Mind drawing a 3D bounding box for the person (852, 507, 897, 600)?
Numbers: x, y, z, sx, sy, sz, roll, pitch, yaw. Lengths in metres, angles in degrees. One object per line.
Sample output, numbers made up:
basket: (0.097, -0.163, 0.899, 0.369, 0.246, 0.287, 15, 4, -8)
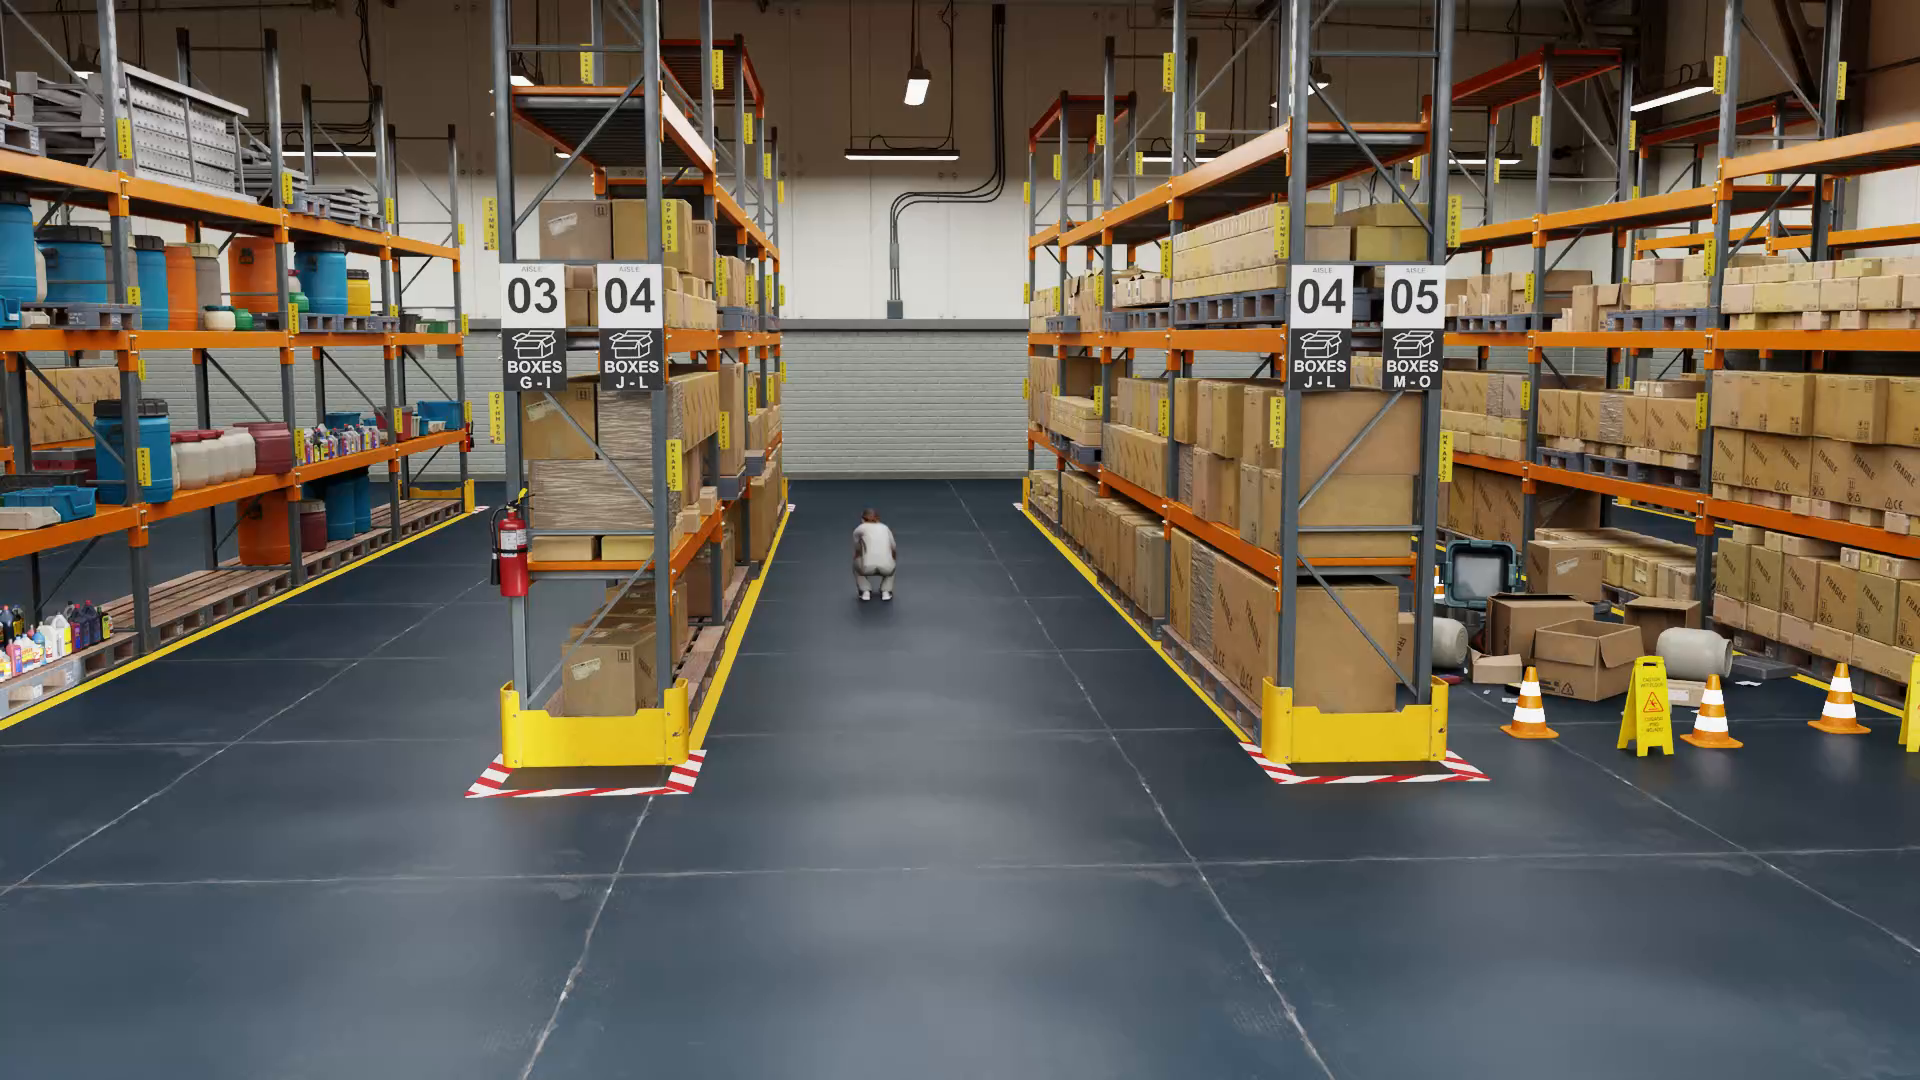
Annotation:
person: (-0.905, 0.141, 17.683, 0.485, 0.938, 0.794, 0, 7, -4)
